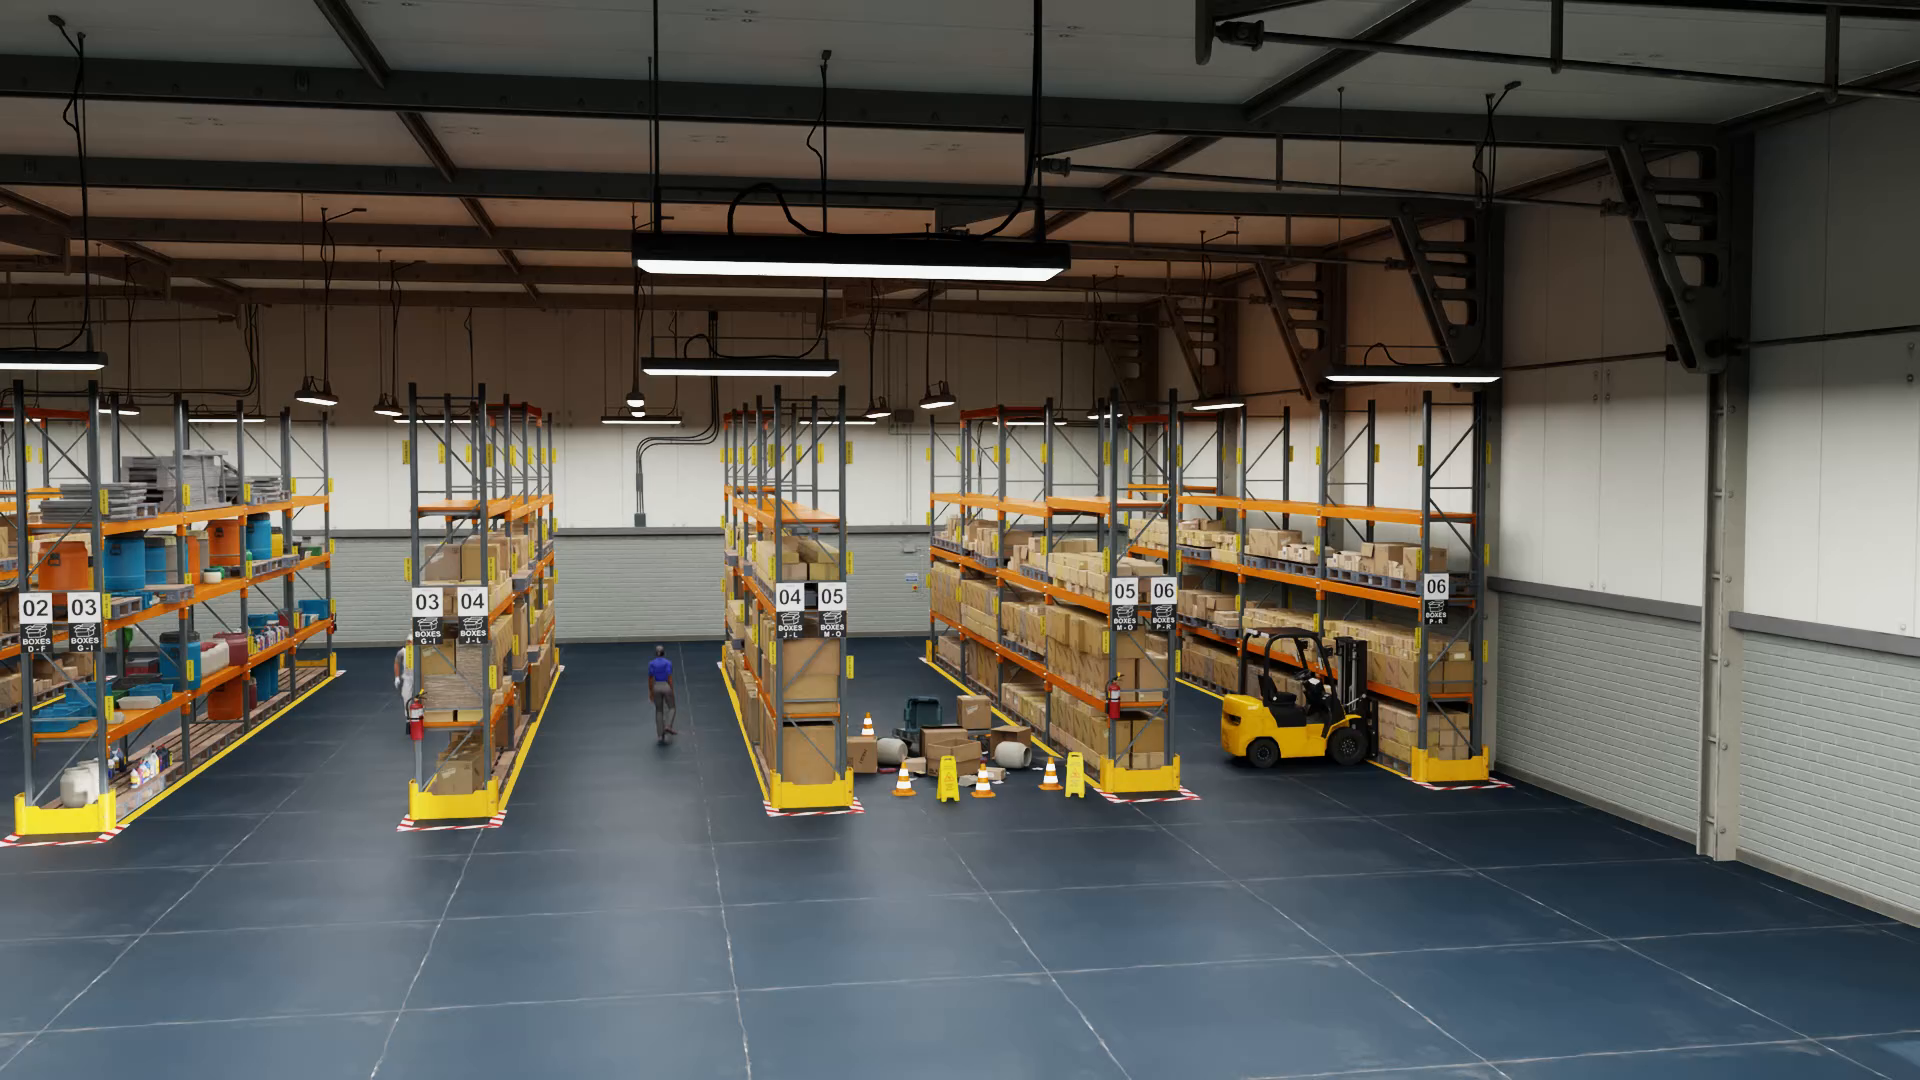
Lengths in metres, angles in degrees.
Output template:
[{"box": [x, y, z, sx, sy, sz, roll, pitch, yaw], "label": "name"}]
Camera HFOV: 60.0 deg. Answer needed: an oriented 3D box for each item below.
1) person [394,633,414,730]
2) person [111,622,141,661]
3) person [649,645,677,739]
[{"box": [-10.098, 2.575, 30.636, 0.628, 1.767, 0.689, -1, 3, -23], "label": "person"}, {"box": [-19.913, 2.117, 39.665, 0.620, 1.800, 0.882, -3, 4, -41], "label": "person"}, {"box": [-5.252, 2.684, 29.362, 0.509, 1.646, 0.457, 0, 3, -1], "label": "person"}]
